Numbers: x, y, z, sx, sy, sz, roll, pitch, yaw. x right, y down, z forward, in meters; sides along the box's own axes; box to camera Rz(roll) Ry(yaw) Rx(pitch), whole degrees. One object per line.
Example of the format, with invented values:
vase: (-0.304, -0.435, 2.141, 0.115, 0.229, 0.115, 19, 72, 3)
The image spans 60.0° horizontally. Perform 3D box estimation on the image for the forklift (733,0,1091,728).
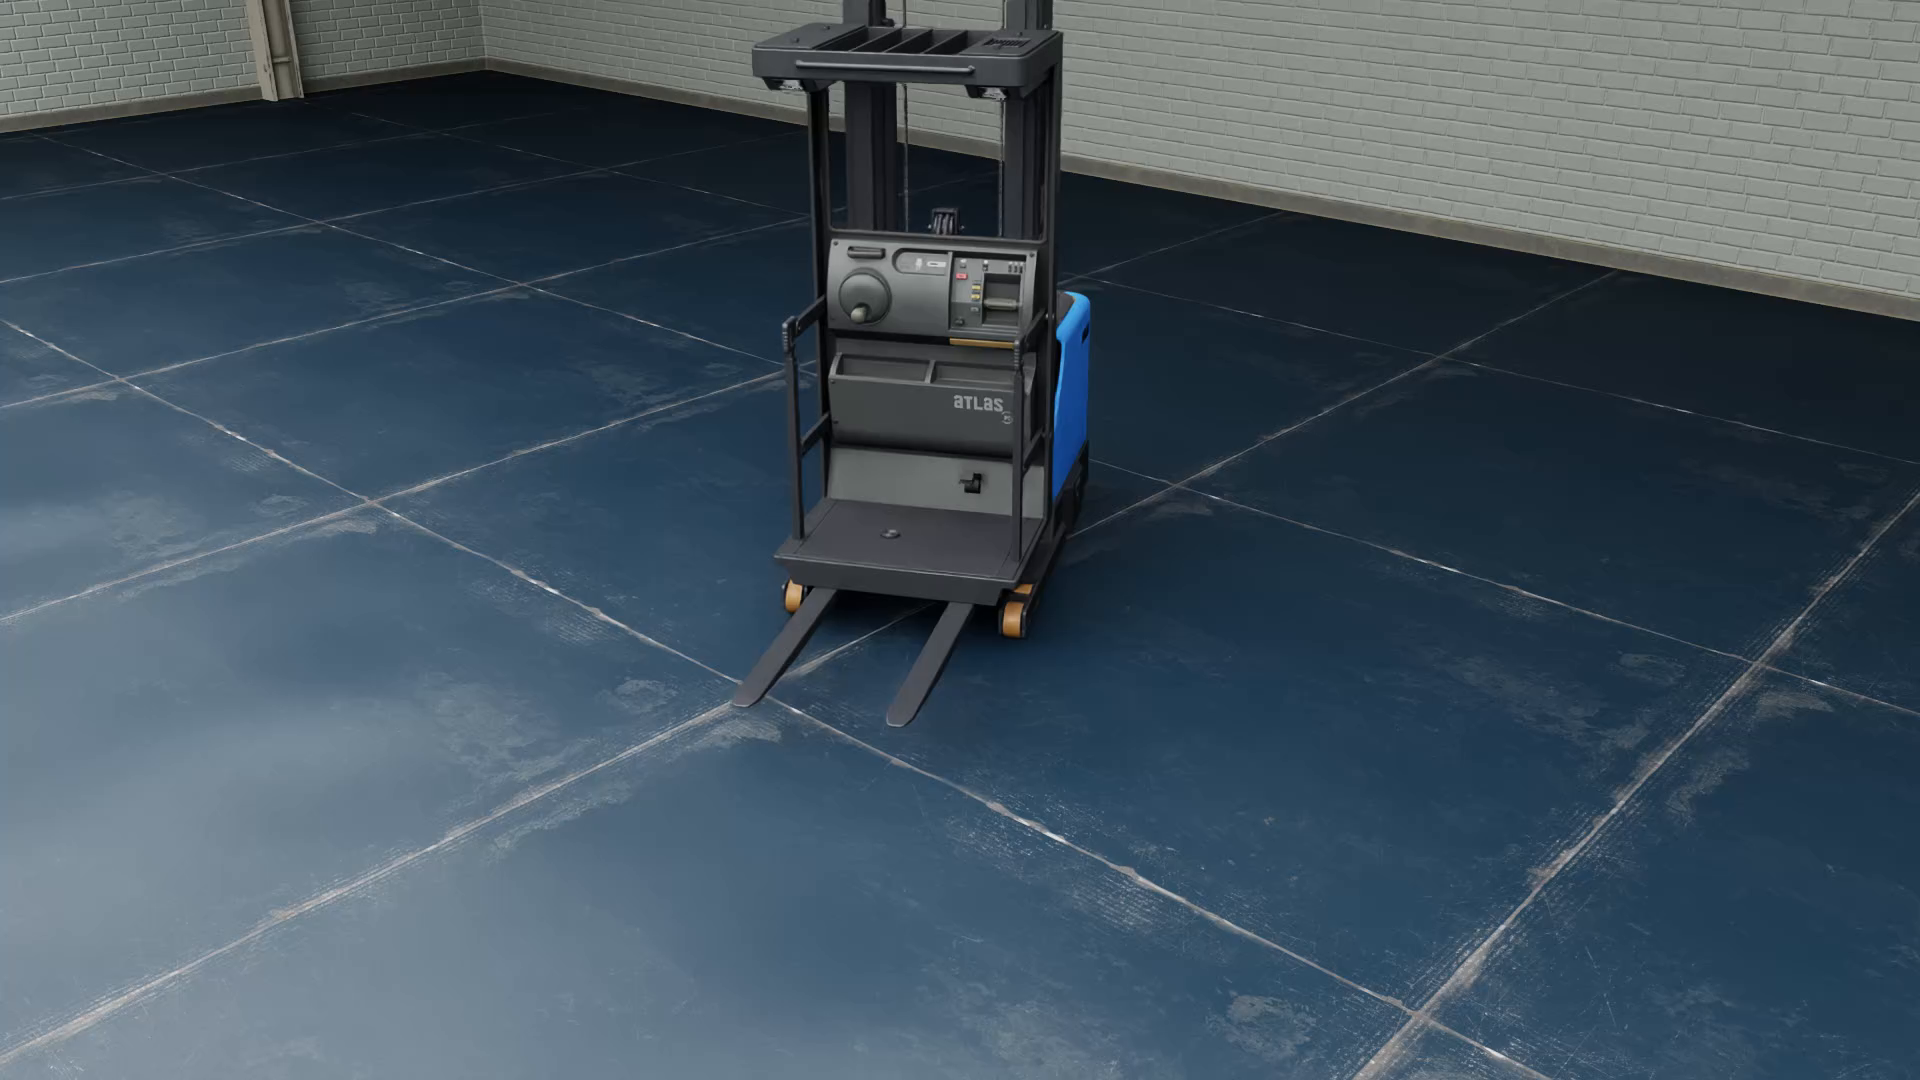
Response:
forklift: (-0.174, -1.076, 7.067, 1.130, 2.935, 3.031, 6, 25, 13)

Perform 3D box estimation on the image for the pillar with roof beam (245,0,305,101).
pillar with roof beam: (-5.043, -8.320, 15.807, 9.100, 9.000, 0.400, 20, 31, 38)
